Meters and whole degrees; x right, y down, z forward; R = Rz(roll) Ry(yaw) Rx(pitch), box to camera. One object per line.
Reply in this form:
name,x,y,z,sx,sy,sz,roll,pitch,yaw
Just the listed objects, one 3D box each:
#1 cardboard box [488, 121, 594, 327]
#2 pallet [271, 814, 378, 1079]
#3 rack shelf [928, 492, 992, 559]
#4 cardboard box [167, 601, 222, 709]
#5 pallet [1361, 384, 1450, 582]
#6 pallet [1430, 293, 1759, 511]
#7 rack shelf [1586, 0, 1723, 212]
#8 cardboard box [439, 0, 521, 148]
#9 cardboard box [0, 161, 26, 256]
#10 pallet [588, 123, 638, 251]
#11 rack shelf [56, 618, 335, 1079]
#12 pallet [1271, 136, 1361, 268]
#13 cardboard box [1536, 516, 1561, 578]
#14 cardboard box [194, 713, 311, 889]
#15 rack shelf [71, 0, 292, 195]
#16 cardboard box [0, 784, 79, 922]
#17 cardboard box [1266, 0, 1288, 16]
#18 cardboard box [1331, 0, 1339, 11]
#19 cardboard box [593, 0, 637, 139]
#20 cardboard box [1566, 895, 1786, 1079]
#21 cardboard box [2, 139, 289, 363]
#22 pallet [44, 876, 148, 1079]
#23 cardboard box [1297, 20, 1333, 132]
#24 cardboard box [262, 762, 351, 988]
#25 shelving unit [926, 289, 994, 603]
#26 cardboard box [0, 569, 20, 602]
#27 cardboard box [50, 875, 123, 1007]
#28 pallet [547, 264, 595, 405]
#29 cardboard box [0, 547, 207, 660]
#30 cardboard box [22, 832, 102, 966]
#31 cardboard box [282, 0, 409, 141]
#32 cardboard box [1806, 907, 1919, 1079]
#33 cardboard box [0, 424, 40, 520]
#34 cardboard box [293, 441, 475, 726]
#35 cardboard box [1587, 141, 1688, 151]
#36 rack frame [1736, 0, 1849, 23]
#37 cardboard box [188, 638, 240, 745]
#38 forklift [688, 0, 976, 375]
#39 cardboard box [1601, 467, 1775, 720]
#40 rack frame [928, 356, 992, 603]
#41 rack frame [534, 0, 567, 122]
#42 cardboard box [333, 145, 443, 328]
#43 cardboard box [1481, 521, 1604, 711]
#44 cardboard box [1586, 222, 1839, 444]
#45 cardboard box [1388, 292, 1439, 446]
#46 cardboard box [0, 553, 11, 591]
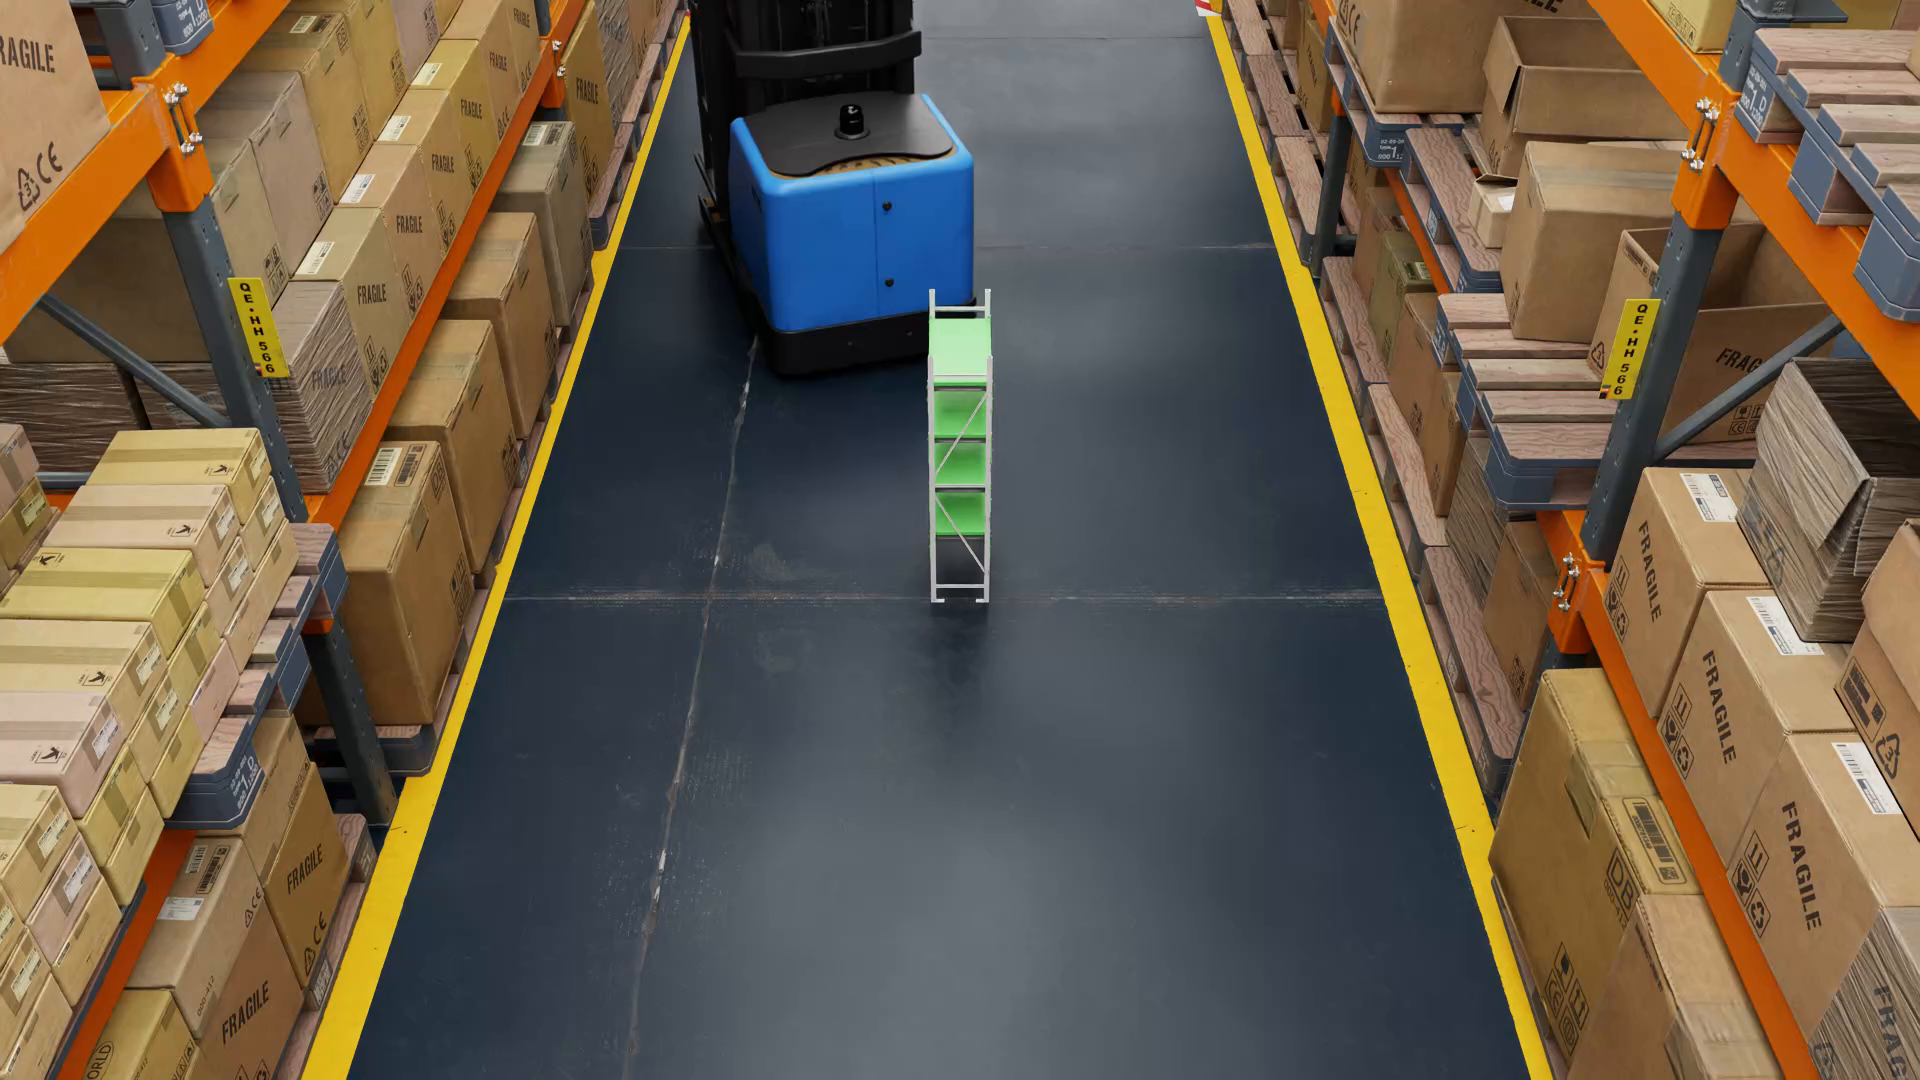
cardboard box,-2.457,-1.575,8.280,1.050,0.750,0.750,0,39,0
pallet,-2.544,1.401,5.333,1.003,0.211,1.213,0,39,0
rack shelf,0.000,-0.128,6.936,0.258,0.148,0.480,0,39,0
cardboard box,-2.083,0.283,4.126,0.380,0.149,0.250,1,39,1
pallet,2.419,-0.278,7.427,1.003,0.211,1.213,0,39,0
pallet,2.309,-0.487,5.612,1.213,0.211,1.003,0,39,0
rack shelf,2.414,-2.256,5.844,1.077,0.370,4.000,0,39,0
cardboard box,-2.280,-2.074,7.359,0.500,0.500,0.500,0,39,-1
cardboard box,-2.275,-0.716,3.266,0.500,0.500,0.500,0,39,0
pallet,-2.471,-2.064,9.657,1.003,0.211,1.213,0,39,0
rack shelf,-2.541,1.356,3.735,1.077,0.370,4.000,0,39,0
pallet,2.376,-1.949,9.514,1.003,0.211,1.213,0,39,0
cardboard box,2.386,-0.024,5.928,0.500,0.250,0.500,1,39,2
cardboard box,-2.281,0.771,4.953,0.500,0.250,0.500,-1,39,-1
rack shelf,-2.546,-2.316,5.918,1.077,0.370,4.000,0,39,0
cardboard box,-2.085,0.641,3.441,0.380,0.149,0.250,2,39,2
cardboard box,2.391,-3.917,11.402,0.500,0.500,0.500,7,39,8
cardboard box,2.127,-2.810,8.559,0.380,0.149,0.250,0,39,0
cardboard box,-2.484,-2.969,9.919,0.875,0.875,0.875,0,39,0
cardboard box,2.390,1.538,4.295,1.225,0.875,0.875,0,39,0
cardboard box,-2.534,-0.886,5.077,0.700,0.500,0.500,0,39,0
pallet,-2.500,1.137,3.586,1.003,0.211,1.213,0,39,0
cardboard box,2.364,-2.802,10.011,0.500,0.500,0.500,-3,39,-4
cardboard box,-2.281,1.047,5.208,0.500,0.500,0.500,0,39,0
shelving unit,0.000,-0.365,6.746,0.258,1.200,0.503,0,39,0
cardboard box,-2.745,0.206,4.459,0.380,0.149,0.250,2,39,2
cardboard box,-2.087,0.869,3.632,0.380,0.149,0.250,1,39,1
pallet,-2.472,-1.106,8.462,1.003,0.211,1.213,0,39,0
cardboard box,-2.086,0.153,4.049,0.380,0.149,0.250,1,39,1
cardboard box,-2.084,0.758,3.533,0.380,0.149,0.250,1,39,1
cardboard box,-2.540,-1.842,6.271,0.700,0.500,0.500,0,39,0
cardboard box,2.151,1.105,3.393,0.500,0.500,0.500,0,39,0
cardboard box,-2.737,-0.182,4.467,0.380,0.149,0.250,0,39,0
cardboard box,-2.454,0.158,6.118,1.050,0.750,0.750,-1,39,-1
cardboard box,2.645,-1.270,6.220,0.500,0.250,0.500,-1,39,-1
rack frame,2.417,-2.457,3.120,1.000,3.000,0.127,0,39,0
cardboard box,-2.084,0.383,4.239,0.380,0.149,0.250,1,39,1
forklift,-0.848,-2.882,8.502,1.130,2.935,3.031,-11,40,-14
cardboard box,2.145,0.149,4.585,0.500,0.500,0.500,1,39,1
rack frame,0.000,-0.212,6.555,0.240,1.200,0.015,0,39,0
rack frame,-2.548,-2.677,8.192,1.000,3.000,0.127,0,39,0
cardboard box,-2.278,-1.129,6.180,0.500,0.500,0.500,0,39,0
cardboard box,2.396,0.269,6.163,0.700,0.500,0.500,-2,39,-2
cardboard box,2.376,-0.657,5.255,0.500,0.500,0.500,-5,39,-6
cardboard box,2.374,-0.781,7.474,0.700,0.500,0.500,-3,39,-4
cardboard box,-2.741,0.115,4.336,0.380,0.149,0.250,2,39,2
